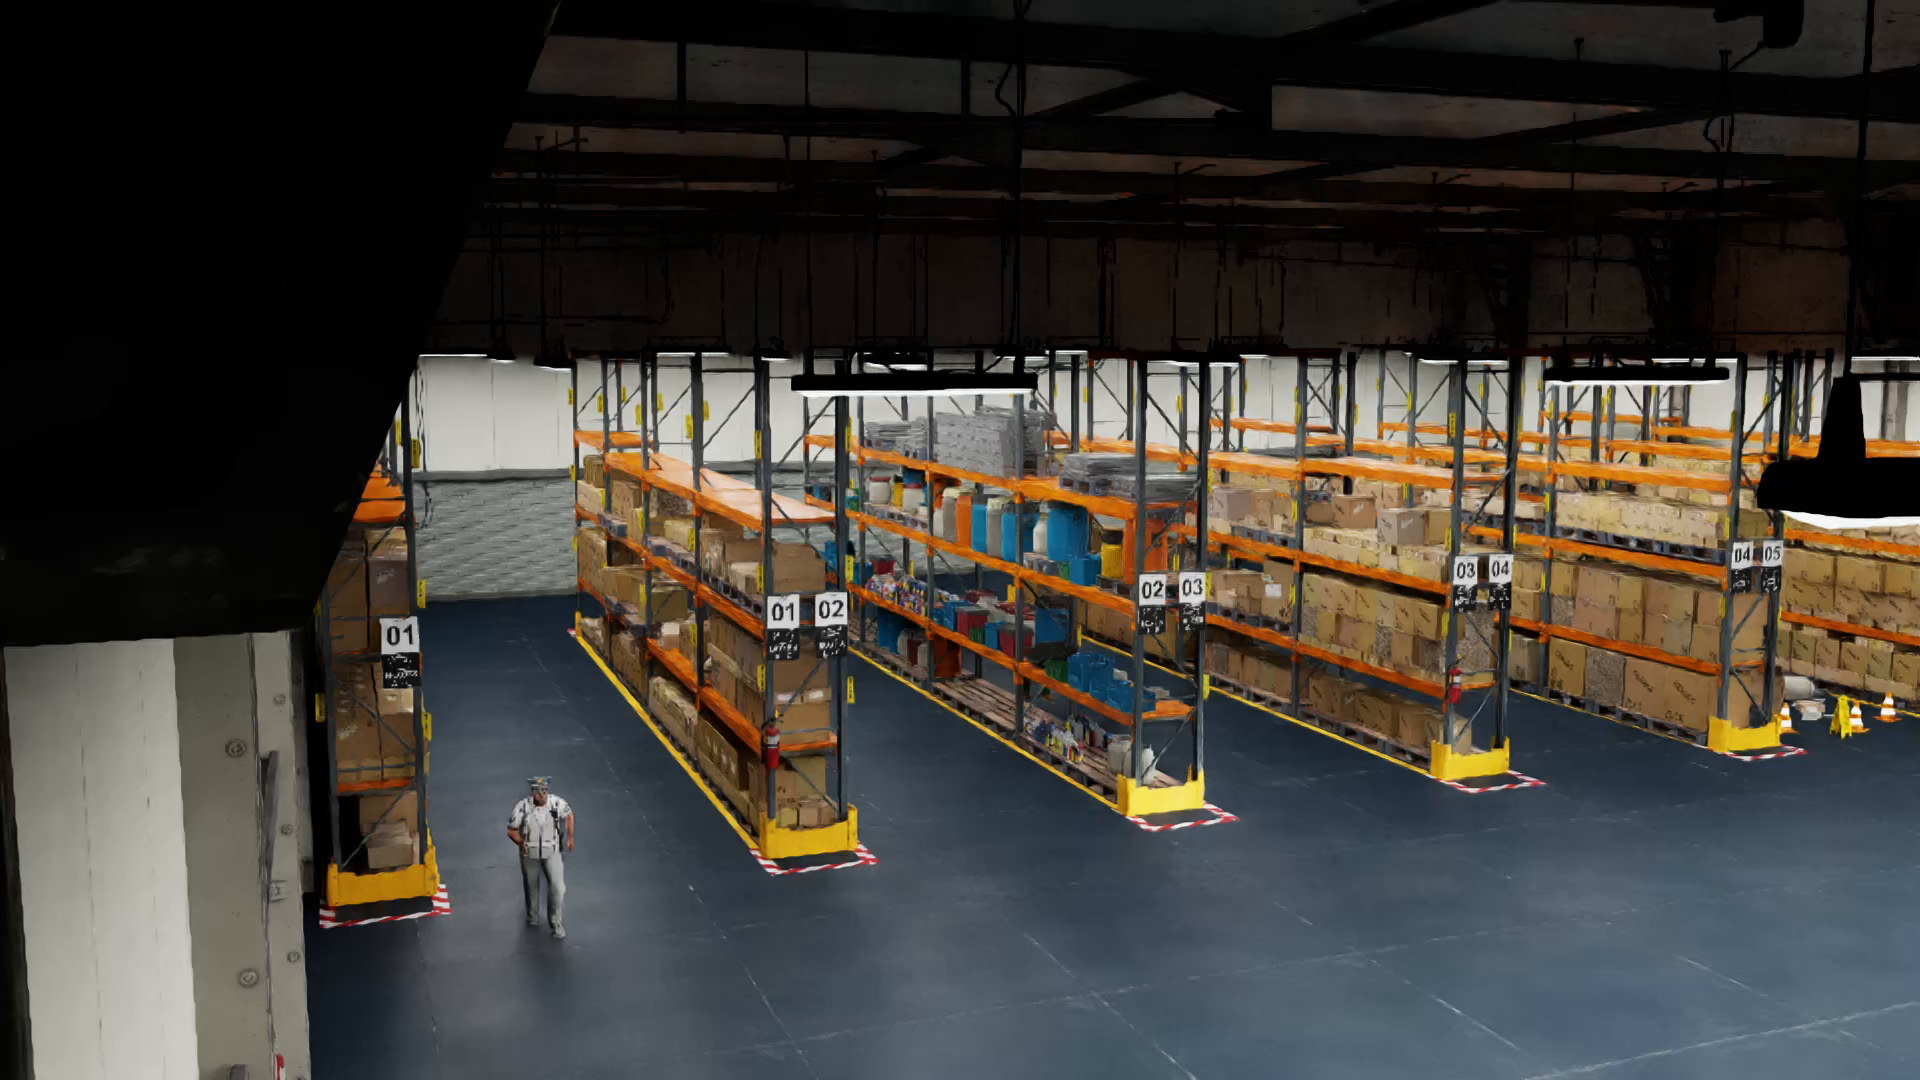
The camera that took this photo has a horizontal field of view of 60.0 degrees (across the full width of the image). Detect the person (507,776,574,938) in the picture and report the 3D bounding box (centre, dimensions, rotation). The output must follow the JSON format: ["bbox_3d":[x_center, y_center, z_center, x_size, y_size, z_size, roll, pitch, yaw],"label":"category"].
[{"bbox_3d":[-4.440,3.302,17.649,0.695,1.714,0.837,-2,7,-16],"label":"person"}]

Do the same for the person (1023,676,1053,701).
[{"bbox_3d":[1.402,1.931,28.577,0.658,1.691,0.930,-2,7,-16],"label":"person"}]

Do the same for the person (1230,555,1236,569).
[{"bbox_3d":[6.784,0.286,41.549,0.547,1.790,0.691,-6,9,-39],"label":"person"}]
